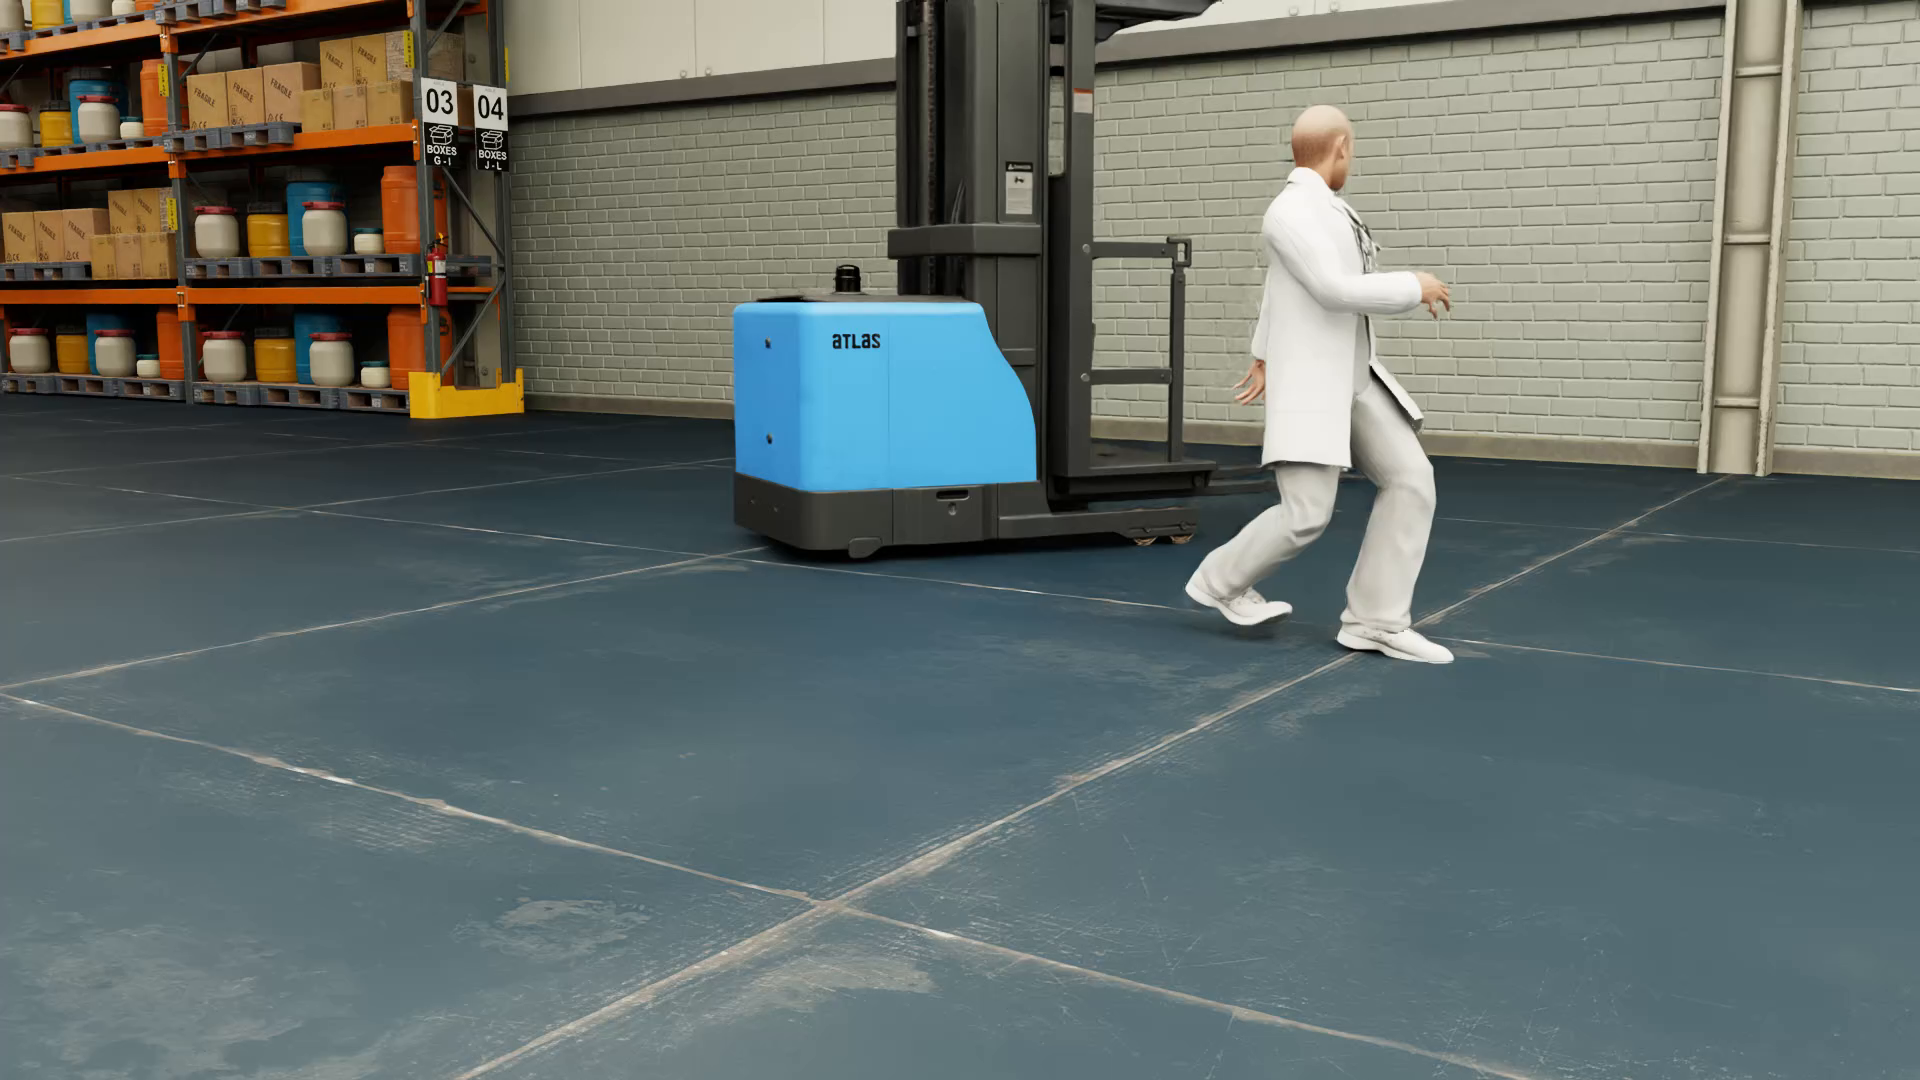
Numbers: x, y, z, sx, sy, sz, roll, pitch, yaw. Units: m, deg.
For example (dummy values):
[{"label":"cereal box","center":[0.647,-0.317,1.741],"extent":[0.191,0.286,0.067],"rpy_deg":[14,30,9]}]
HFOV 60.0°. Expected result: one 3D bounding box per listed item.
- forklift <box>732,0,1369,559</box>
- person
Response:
[{"label":"forklift","center":[0.516,-1.491,7.679],"extent":[3.031,2.935,1.130],"rpy_deg":[-4,9,-25]},{"label":"person","center":[1.143,-0.495,5.208],"extent":[0.936,1.692,0.635],"rpy_deg":[7,11,41]}]
